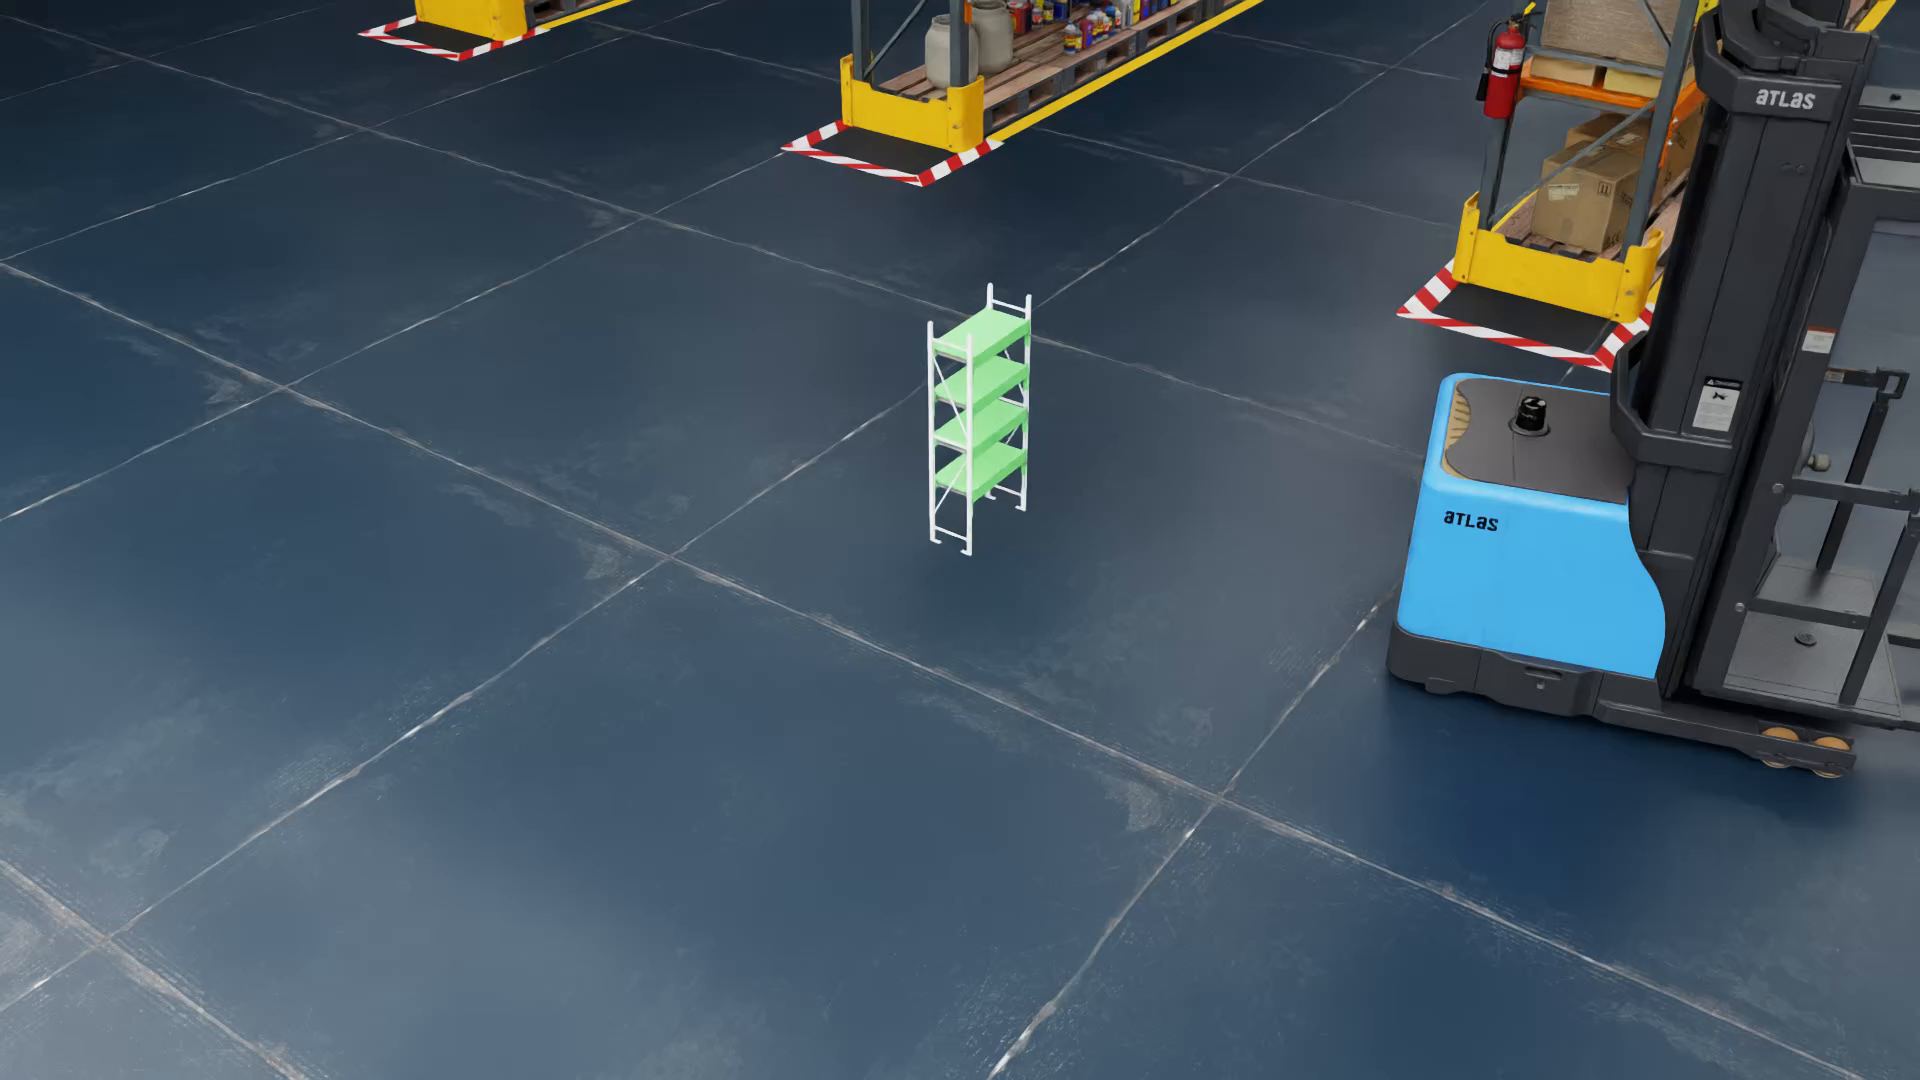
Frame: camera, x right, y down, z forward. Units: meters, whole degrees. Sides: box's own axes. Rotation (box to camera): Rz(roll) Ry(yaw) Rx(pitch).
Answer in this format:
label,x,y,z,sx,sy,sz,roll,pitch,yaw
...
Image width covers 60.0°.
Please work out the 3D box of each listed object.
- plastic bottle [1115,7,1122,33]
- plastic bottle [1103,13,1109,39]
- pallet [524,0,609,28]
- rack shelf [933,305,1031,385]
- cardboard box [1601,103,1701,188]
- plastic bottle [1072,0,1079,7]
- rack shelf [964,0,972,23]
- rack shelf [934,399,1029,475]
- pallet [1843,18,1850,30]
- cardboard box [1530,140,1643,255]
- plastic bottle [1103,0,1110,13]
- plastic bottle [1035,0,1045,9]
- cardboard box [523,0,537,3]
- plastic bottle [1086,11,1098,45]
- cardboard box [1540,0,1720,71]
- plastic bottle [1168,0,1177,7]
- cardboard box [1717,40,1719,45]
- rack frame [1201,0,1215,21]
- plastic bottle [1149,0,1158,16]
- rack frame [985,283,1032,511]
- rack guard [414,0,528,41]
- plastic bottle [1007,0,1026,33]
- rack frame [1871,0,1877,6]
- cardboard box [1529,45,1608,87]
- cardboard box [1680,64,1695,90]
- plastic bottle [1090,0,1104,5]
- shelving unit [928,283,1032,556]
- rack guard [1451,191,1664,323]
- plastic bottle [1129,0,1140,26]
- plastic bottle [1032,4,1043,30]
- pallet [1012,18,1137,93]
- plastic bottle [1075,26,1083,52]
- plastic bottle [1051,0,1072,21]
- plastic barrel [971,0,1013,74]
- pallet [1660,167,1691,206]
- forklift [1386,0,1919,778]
label,x,y,z,sx,sy,sz,roll,pitch,yaw
plastic bottle,1.338,-4.474,14.293,0.097,0.201,0.097,0,34,0
plastic bottle,1.220,-4.379,14.153,0.097,0.201,0.097,0,34,0
pallet,-4.044,-5.166,15.700,1.003,0.211,1.213,21,39,28
rack shelf,0.094,-0.918,7.793,0.258,0.148,0.480,21,39,28
cardboard box,4.746,-2.778,11.537,0.500,0.500,0.500,25,42,32
plastic bottle,0.994,-4.972,14.896,0.144,0.351,0.185,20,39,26
rack shelf,0.762,-4.994,13.599,1.077,0.370,4.000,21,39,28
rack shelf,0.094,-0.520,8.062,0.258,0.148,0.480,21,39,28
pallet,7.109,-4.398,14.565,1.003,0.211,1.213,21,39,28
cardboard box,4.060,-2.210,10.697,0.500,0.500,0.500,-29,43,-35
plastic bottle,1.295,-4.604,14.413,0.061,0.283,0.133,21,39,28
plastic bottle,0.645,-4.690,14.480,0.144,0.351,0.185,23,40,30
cardboard box,-3.957,-5.166,15.292,0.500,0.250,0.500,21,39,28
plastic bottle,1.107,-4.316,13.998,0.097,0.271,0.097,0,34,0
cardboard box,4.027,-3.199,9.948,0.875,0.500,0.500,21,39,28
plastic bottle,1.899,-4.943,14.913,0.061,0.283,0.133,23,41,30
cardboard box,4.488,-3.082,10.353,0.380,0.149,0.250,21,39,28
rack frame,1.902,-6.213,14.759,1.000,3.000,0.127,21,39,28
plastic bottle,1.663,-4.821,14.673,0.144,0.351,0.185,19,39,26
rack frame,0.234,-0.685,8.193,0.240,1.200,0.015,21,39,28
rack guard,-4.459,-4.909,15.063,1.175,0.500,0.348,21,39,28
plastic bottle,0.475,-4.518,14.292,0.152,0.276,0.135,22,40,29
rack frame,8.252,-6.471,15.142,1.000,3.000,0.127,21,39,28
cardboard box,3.684,-2.883,10.059,0.380,0.149,0.250,21,39,28
cardboard box,4.207,-2.850,10.010,0.380,0.149,0.250,21,39,28
plastic bottle,1.220,-5.012,14.956,0.144,0.351,0.185,21,39,28
shelving unit,0.094,-0.573,8.027,0.258,1.200,0.503,21,39,28
rack guard,3.734,-1.789,10.449,1.175,0.500,0.348,21,39,28
plastic bottle,1.478,-4.672,14.453,0.144,0.351,0.185,21,39,28
plastic bottle,0.667,-4.520,14.361,0.097,0.201,0.097,0,34,0
pallet,0.790,-4.198,14.269,1.003,0.211,1.213,21,39,28
plastic bottle,0.971,-4.177,13.855,0.097,0.201,0.097,0,34,0
plastic bottle,0.887,-4.709,14.575,0.152,0.276,0.135,21,39,28
plastic barrel,0.220,-4.073,13.441,0.421,0.512,0.421,0,34,0
pallet,4.922,-2.591,11.893,1.003,0.211,1.213,21,39,28
forklift,3.447,-0.576,6.485,3.031,2.935,1.130,10,35,15
